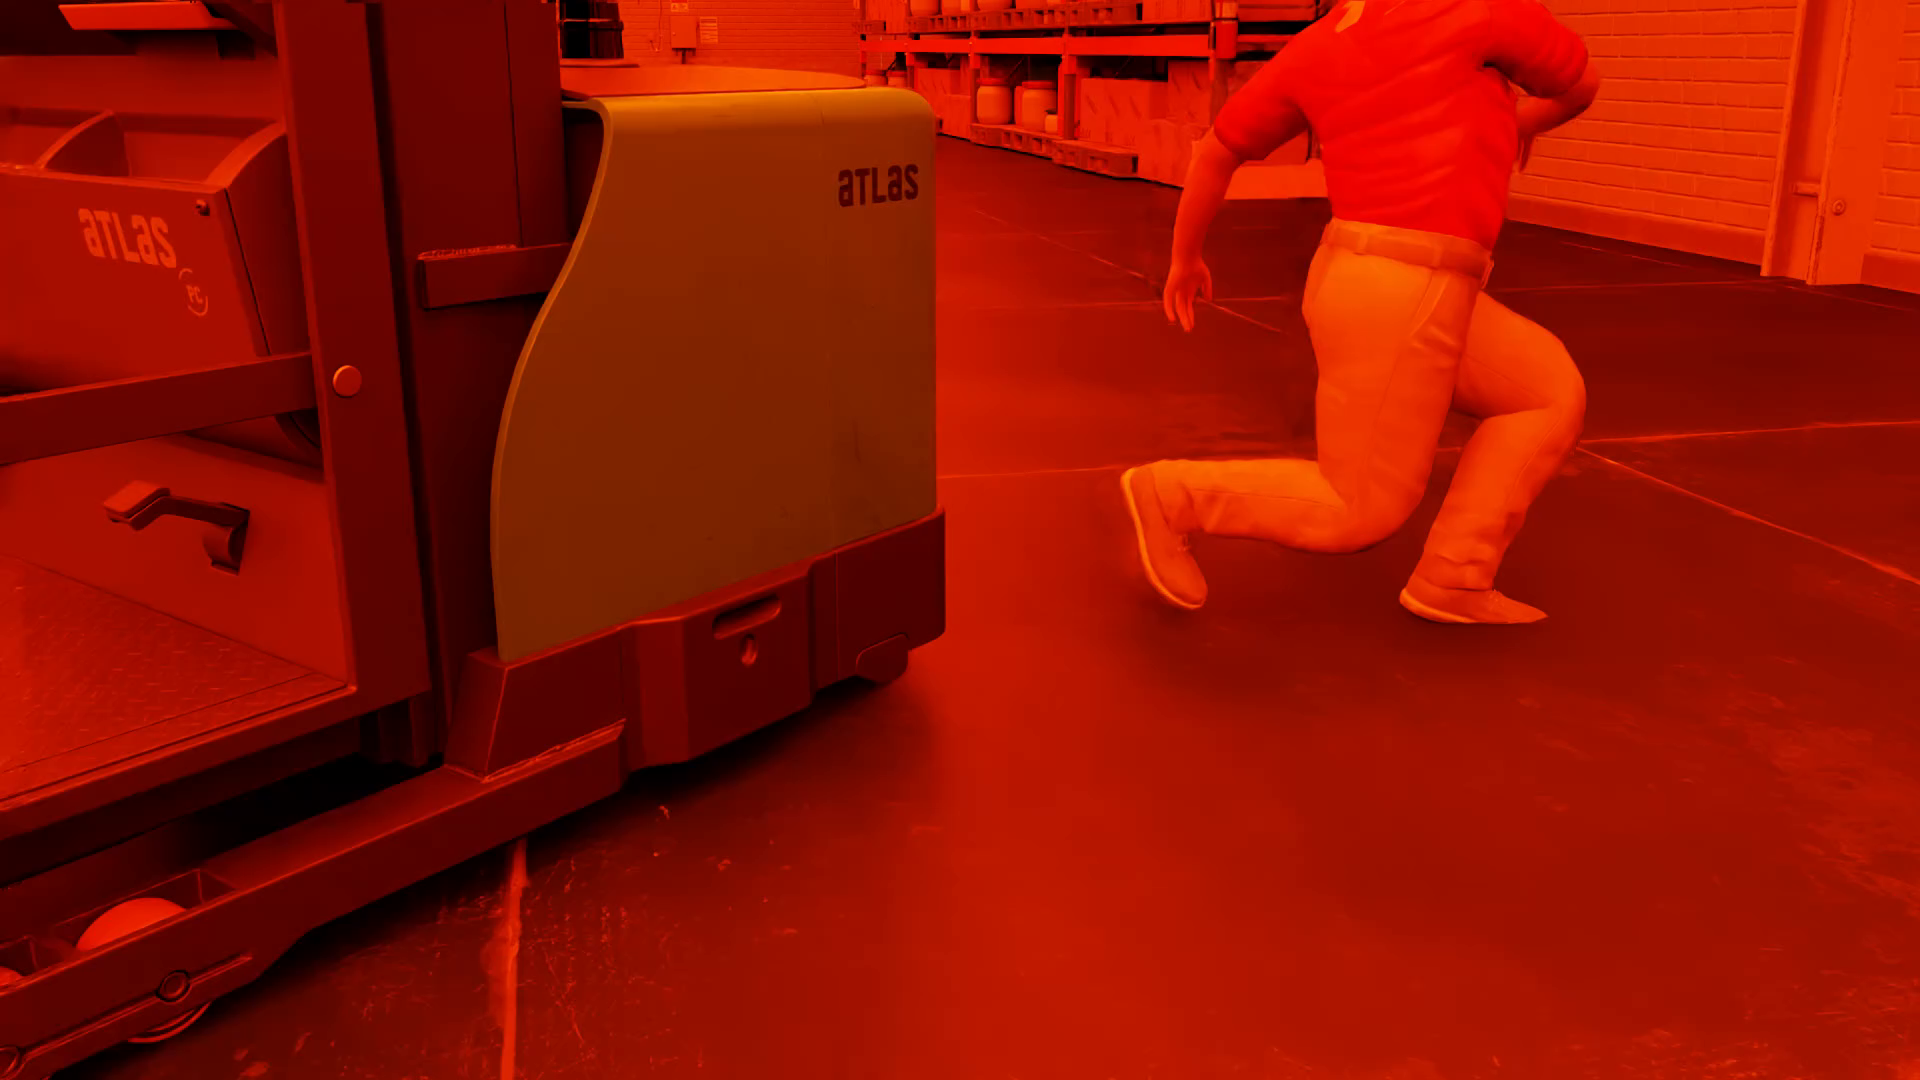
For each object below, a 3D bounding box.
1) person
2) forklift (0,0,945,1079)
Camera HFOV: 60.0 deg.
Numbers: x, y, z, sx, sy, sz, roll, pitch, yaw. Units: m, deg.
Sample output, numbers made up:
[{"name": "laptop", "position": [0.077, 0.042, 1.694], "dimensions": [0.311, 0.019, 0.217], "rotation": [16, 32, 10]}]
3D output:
[{"name": "person", "position": [0.800, -0.545, 3.379], "dimensions": [0.927, 1.502, 0.672], "rotation": [0, 17, 0]}, {"name": "forklift", "position": [-1.319, -0.918, 1.958], "dimensions": [1.130, 2.935, 3.031], "rotation": [12, 20, 35]}]
